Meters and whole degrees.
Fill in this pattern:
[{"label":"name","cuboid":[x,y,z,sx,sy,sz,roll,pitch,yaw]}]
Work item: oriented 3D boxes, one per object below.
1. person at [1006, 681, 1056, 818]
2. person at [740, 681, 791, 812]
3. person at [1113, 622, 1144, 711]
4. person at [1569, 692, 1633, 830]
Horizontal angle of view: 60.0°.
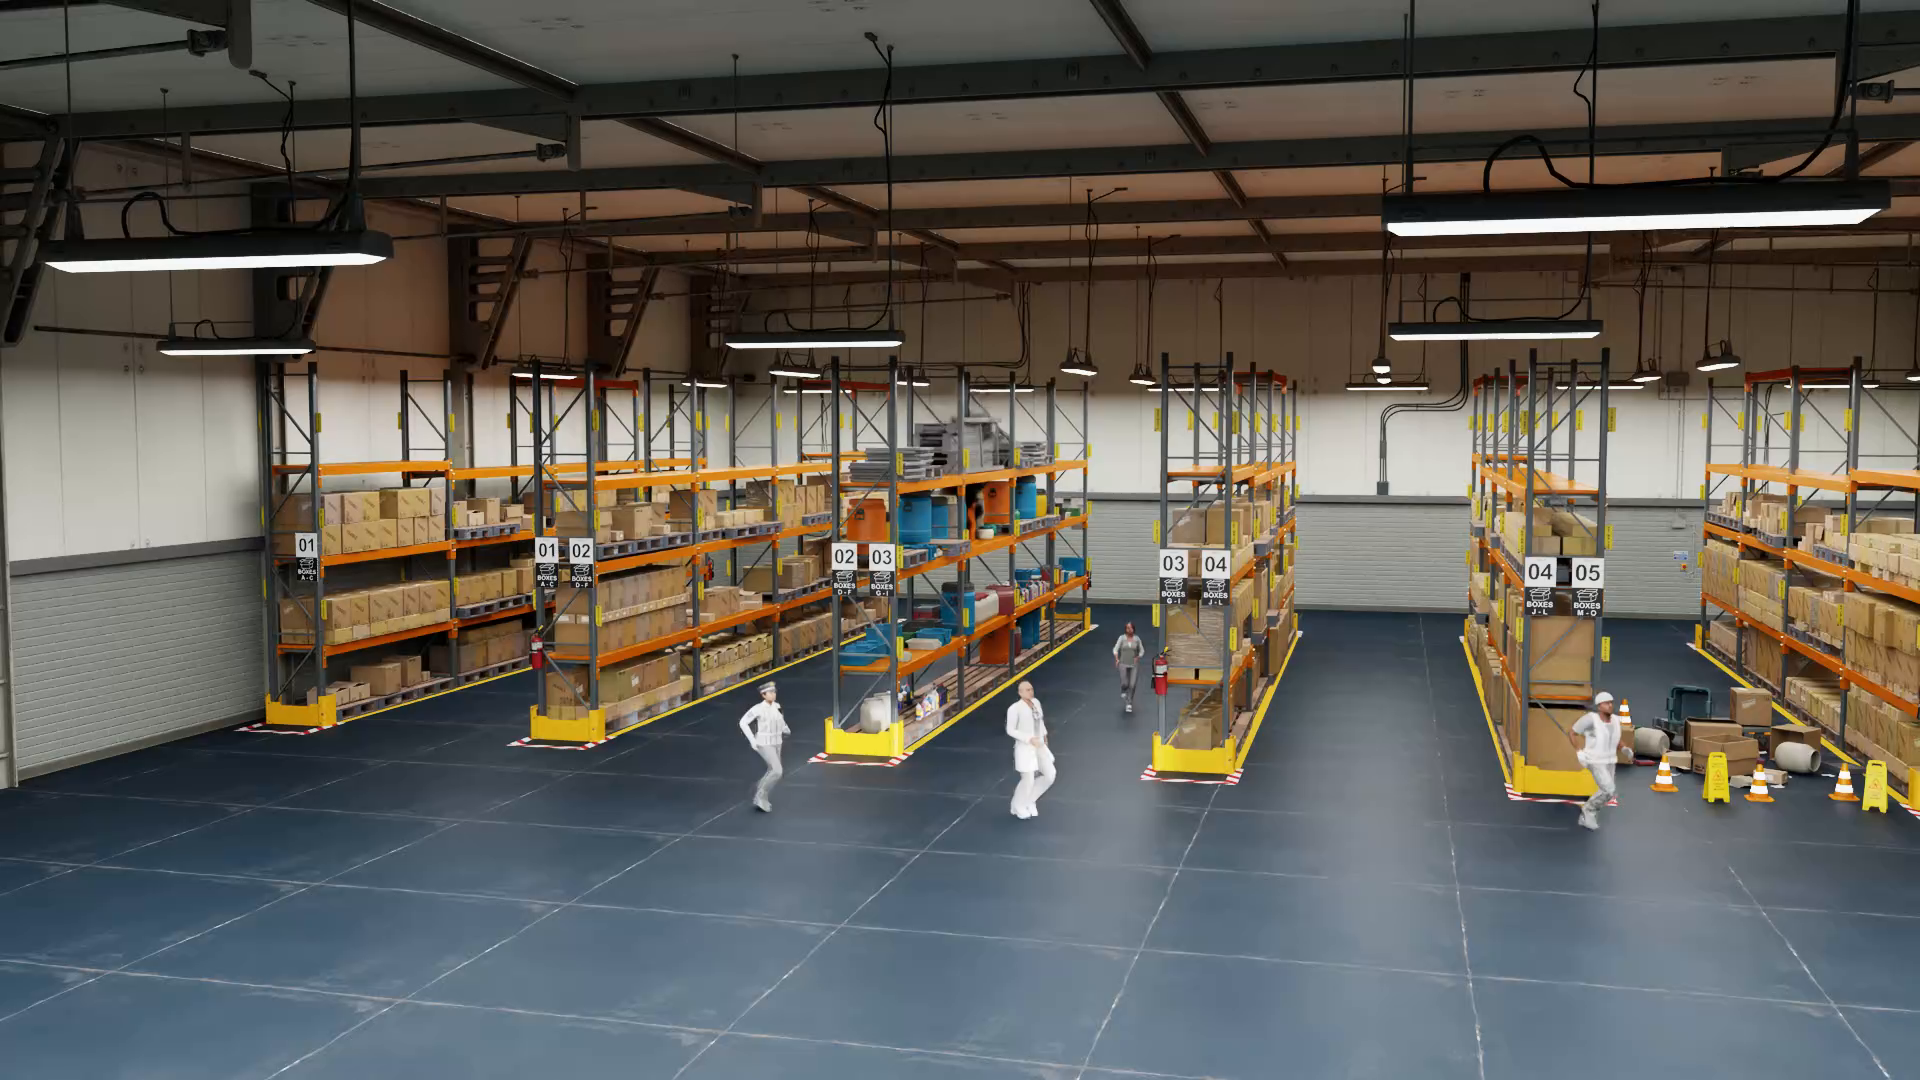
[{"label":"person","cuboid":[0.896,2.670,21.025,0.722,1.698,0.661,-4,5,-41]},{"label":"person","cuboid":[-2.429,2.639,21.375,0.632,1.650,0.582,3,5,35]},{"label":"person","cuboid":[2.936,2.202,28.873,0.536,1.555,0.502,0,4,2]},{"label":"person","cuboid":[7.833,2.702,20.273,0.629,1.706,0.720,-2,4,-25]}]
